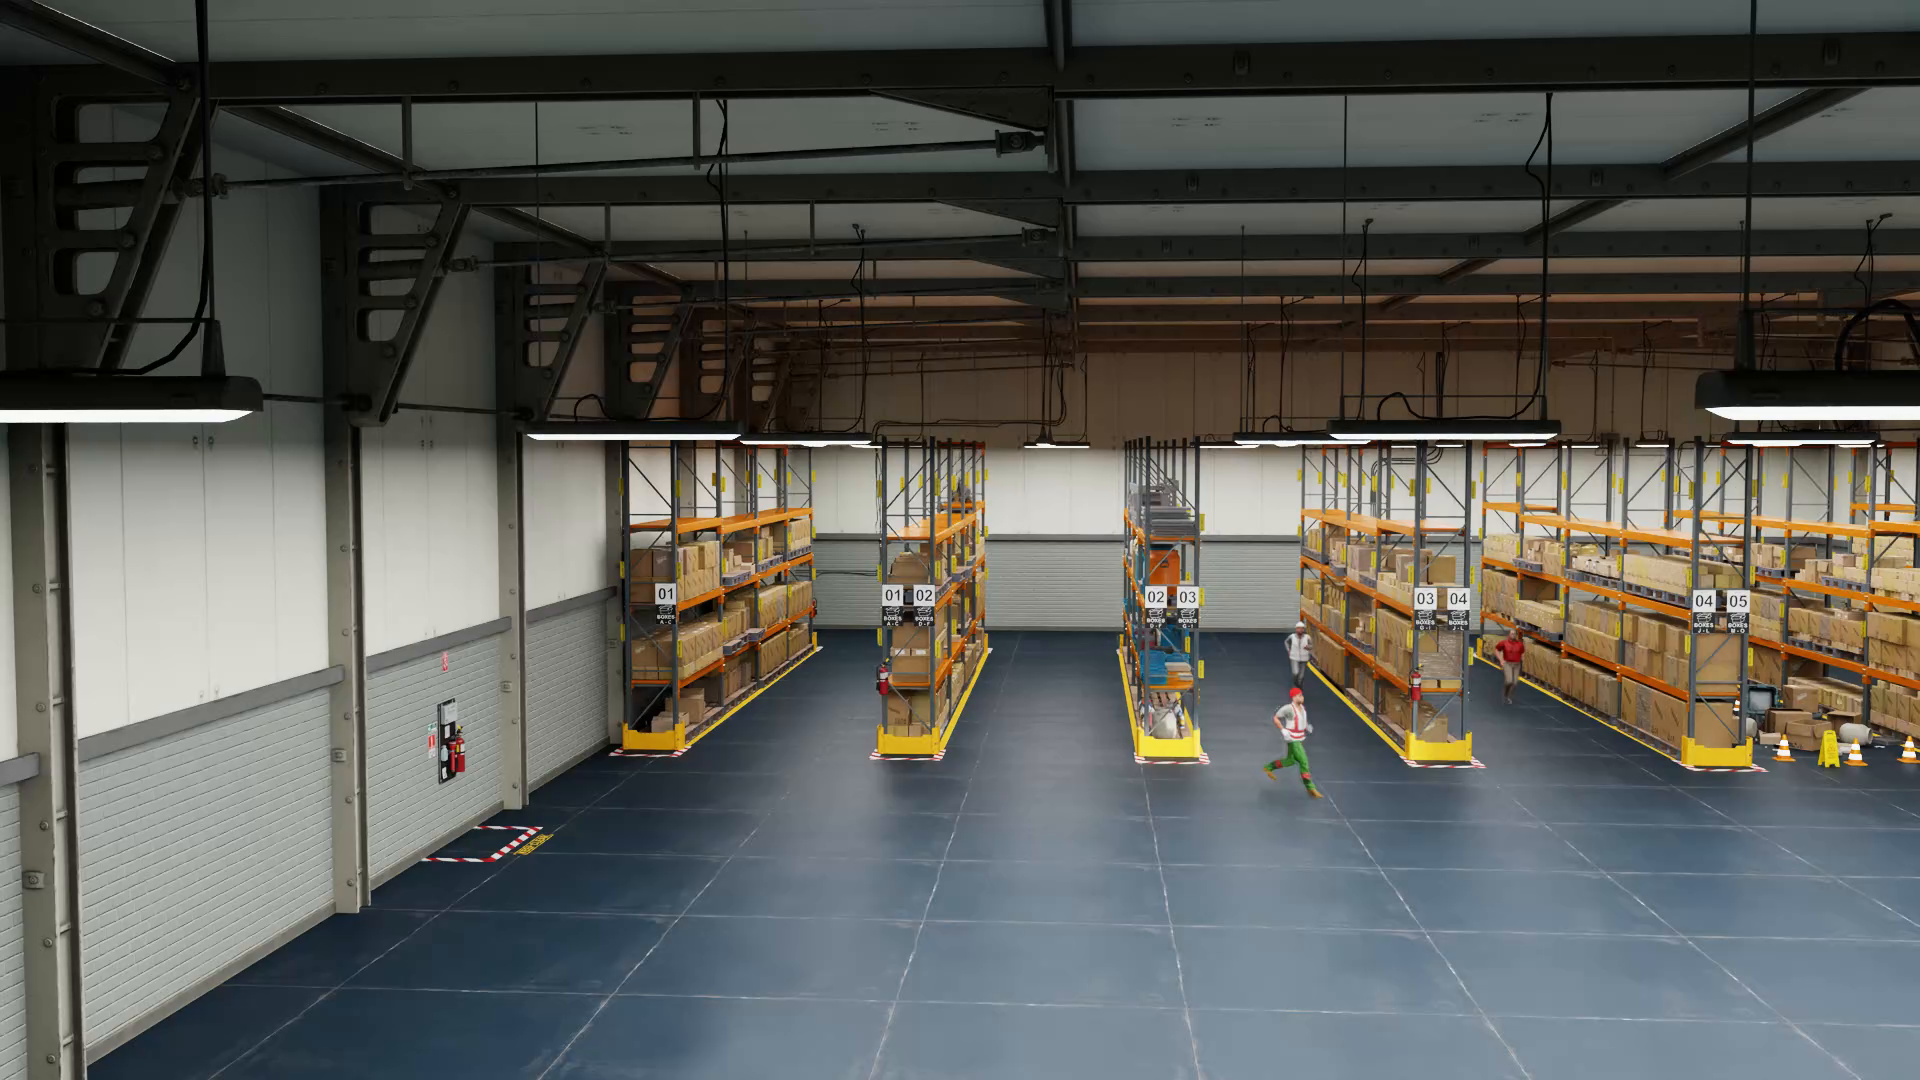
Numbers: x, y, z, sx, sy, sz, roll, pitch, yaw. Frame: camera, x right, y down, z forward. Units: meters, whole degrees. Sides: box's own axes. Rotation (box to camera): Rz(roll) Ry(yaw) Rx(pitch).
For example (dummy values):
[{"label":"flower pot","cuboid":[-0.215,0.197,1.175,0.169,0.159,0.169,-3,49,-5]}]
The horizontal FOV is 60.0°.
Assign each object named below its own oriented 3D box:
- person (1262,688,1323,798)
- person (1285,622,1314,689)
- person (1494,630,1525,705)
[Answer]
[{"label":"person","cuboid":[5.572,3.356,27.802,1.150,1.801,0.626,2,4,35]},{"label":"person","cuboid":[7.860,2.794,38.483,0.635,1.817,0.811,0,3,1]},{"label":"person","cuboid":[12.413,2.876,37.404,0.634,1.720,0.677,0,3,-4]}]
